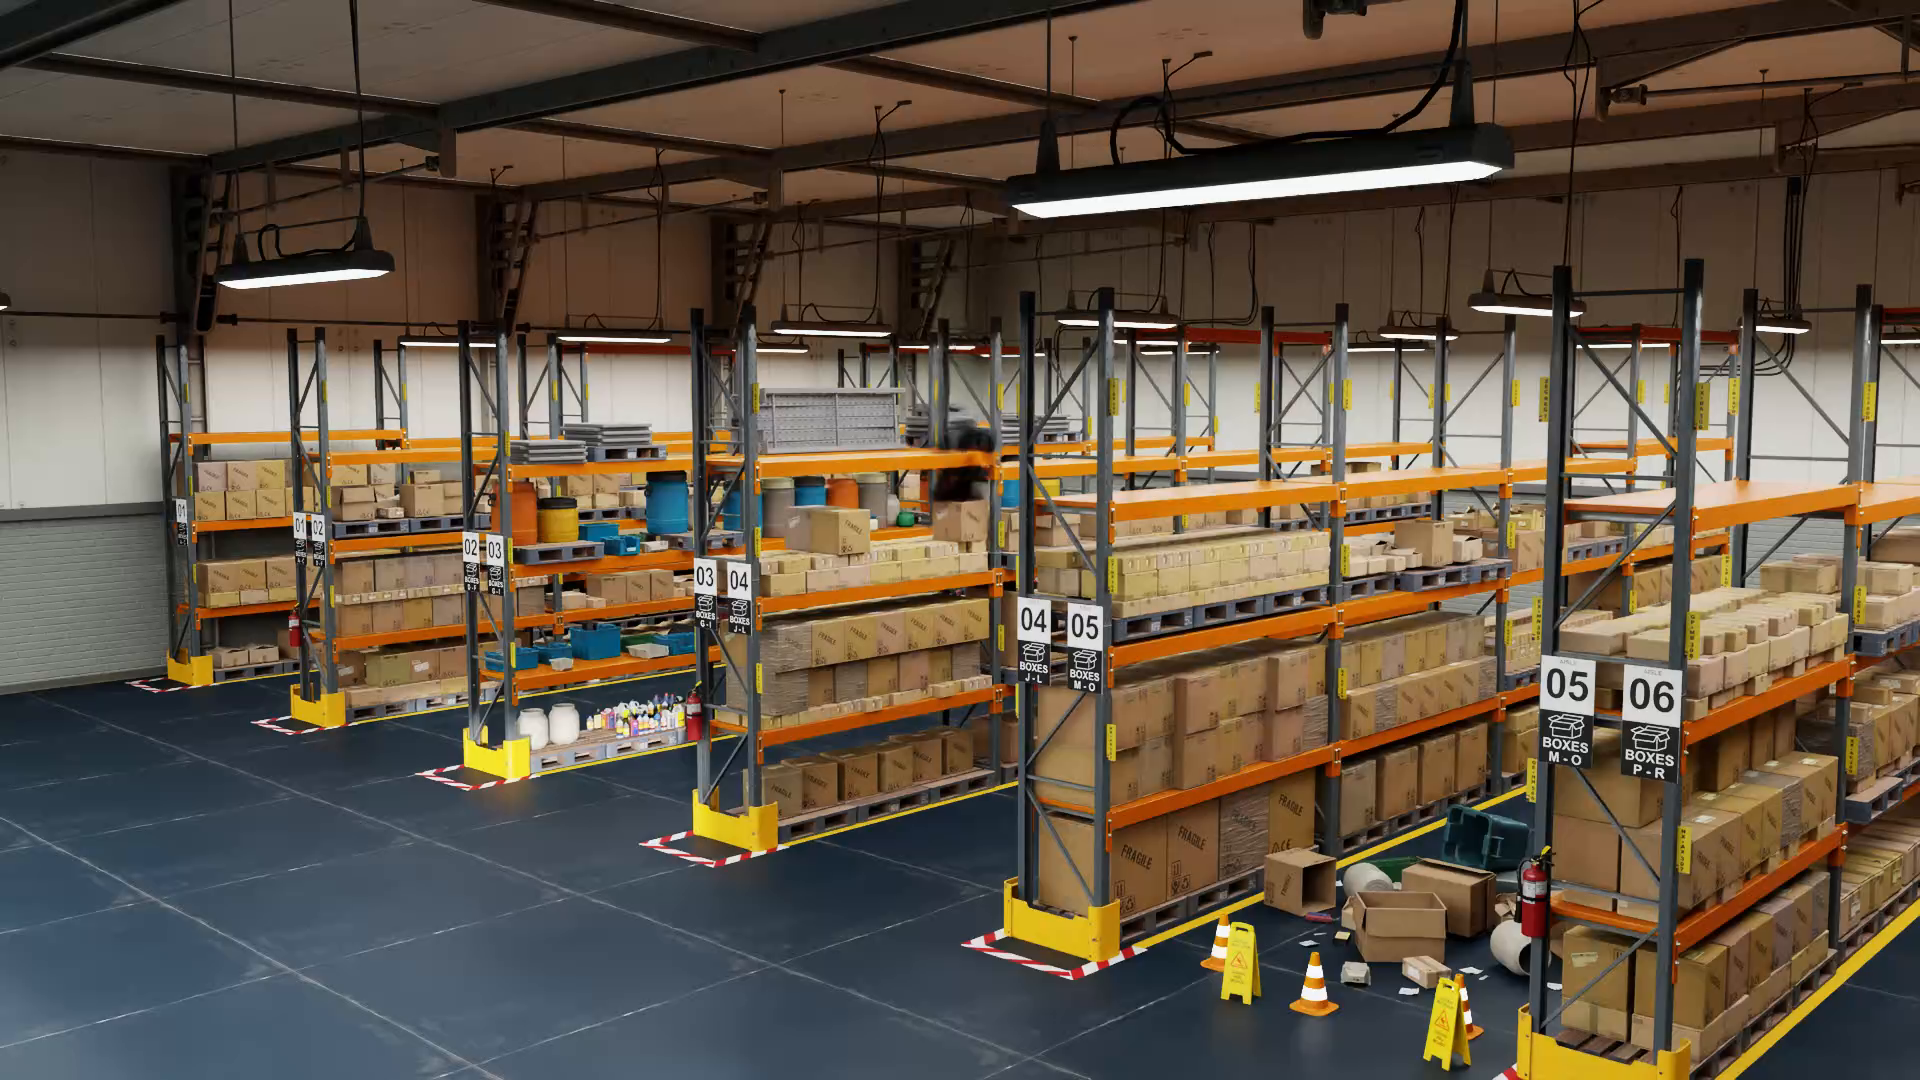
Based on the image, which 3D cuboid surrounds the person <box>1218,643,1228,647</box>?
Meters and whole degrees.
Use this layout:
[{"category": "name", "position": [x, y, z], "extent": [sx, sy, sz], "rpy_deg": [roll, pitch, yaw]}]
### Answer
[{"category": "person", "position": [3.304, 2.062, 20.909], "extent": [0.569, 1.728, 0.867], "rpy_deg": [3, 6, 30]}]
